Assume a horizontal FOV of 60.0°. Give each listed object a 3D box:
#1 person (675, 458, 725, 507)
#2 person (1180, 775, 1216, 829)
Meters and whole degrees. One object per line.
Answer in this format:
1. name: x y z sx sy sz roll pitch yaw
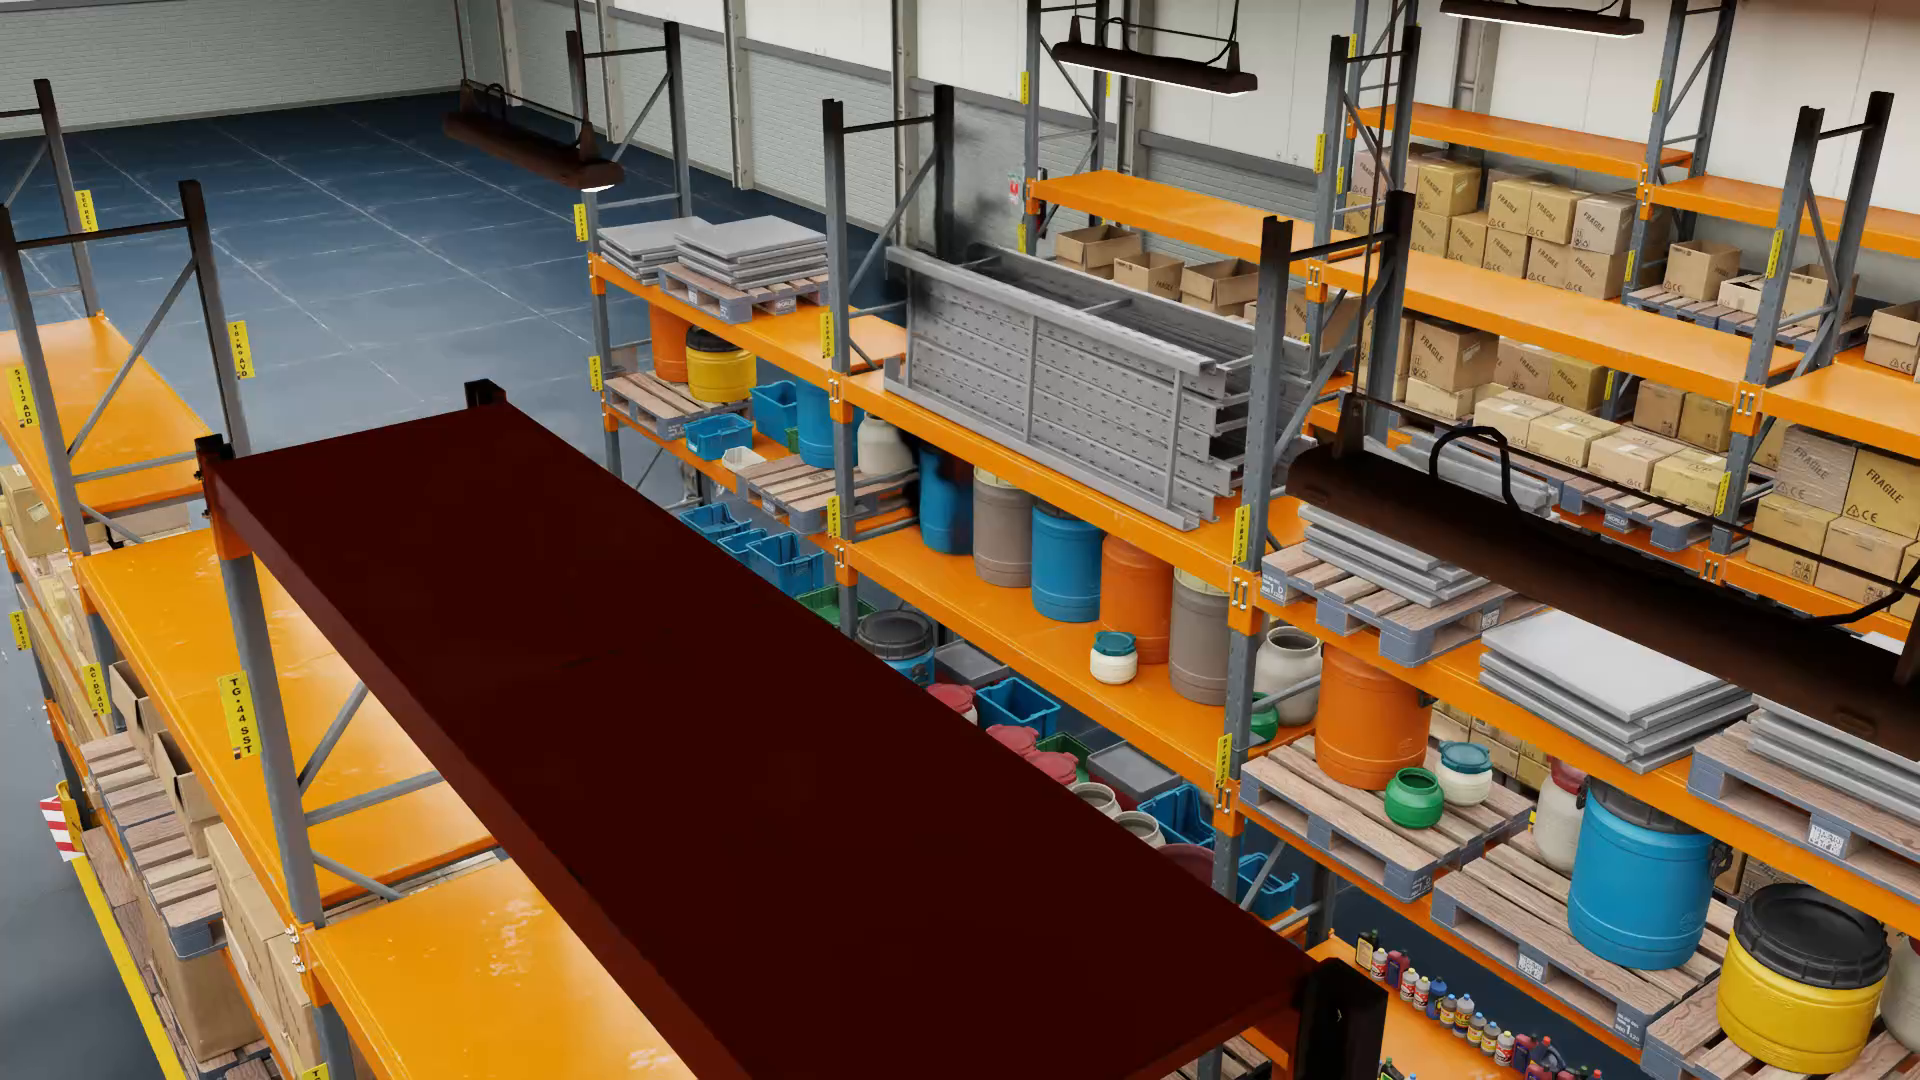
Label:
1. person: -3.074 -1.119 19.563 0.669 1.582 0.534 -1 25 -3
2. person: 1.815 1.611 13.379 0.954 1.779 0.655 22 33 39
